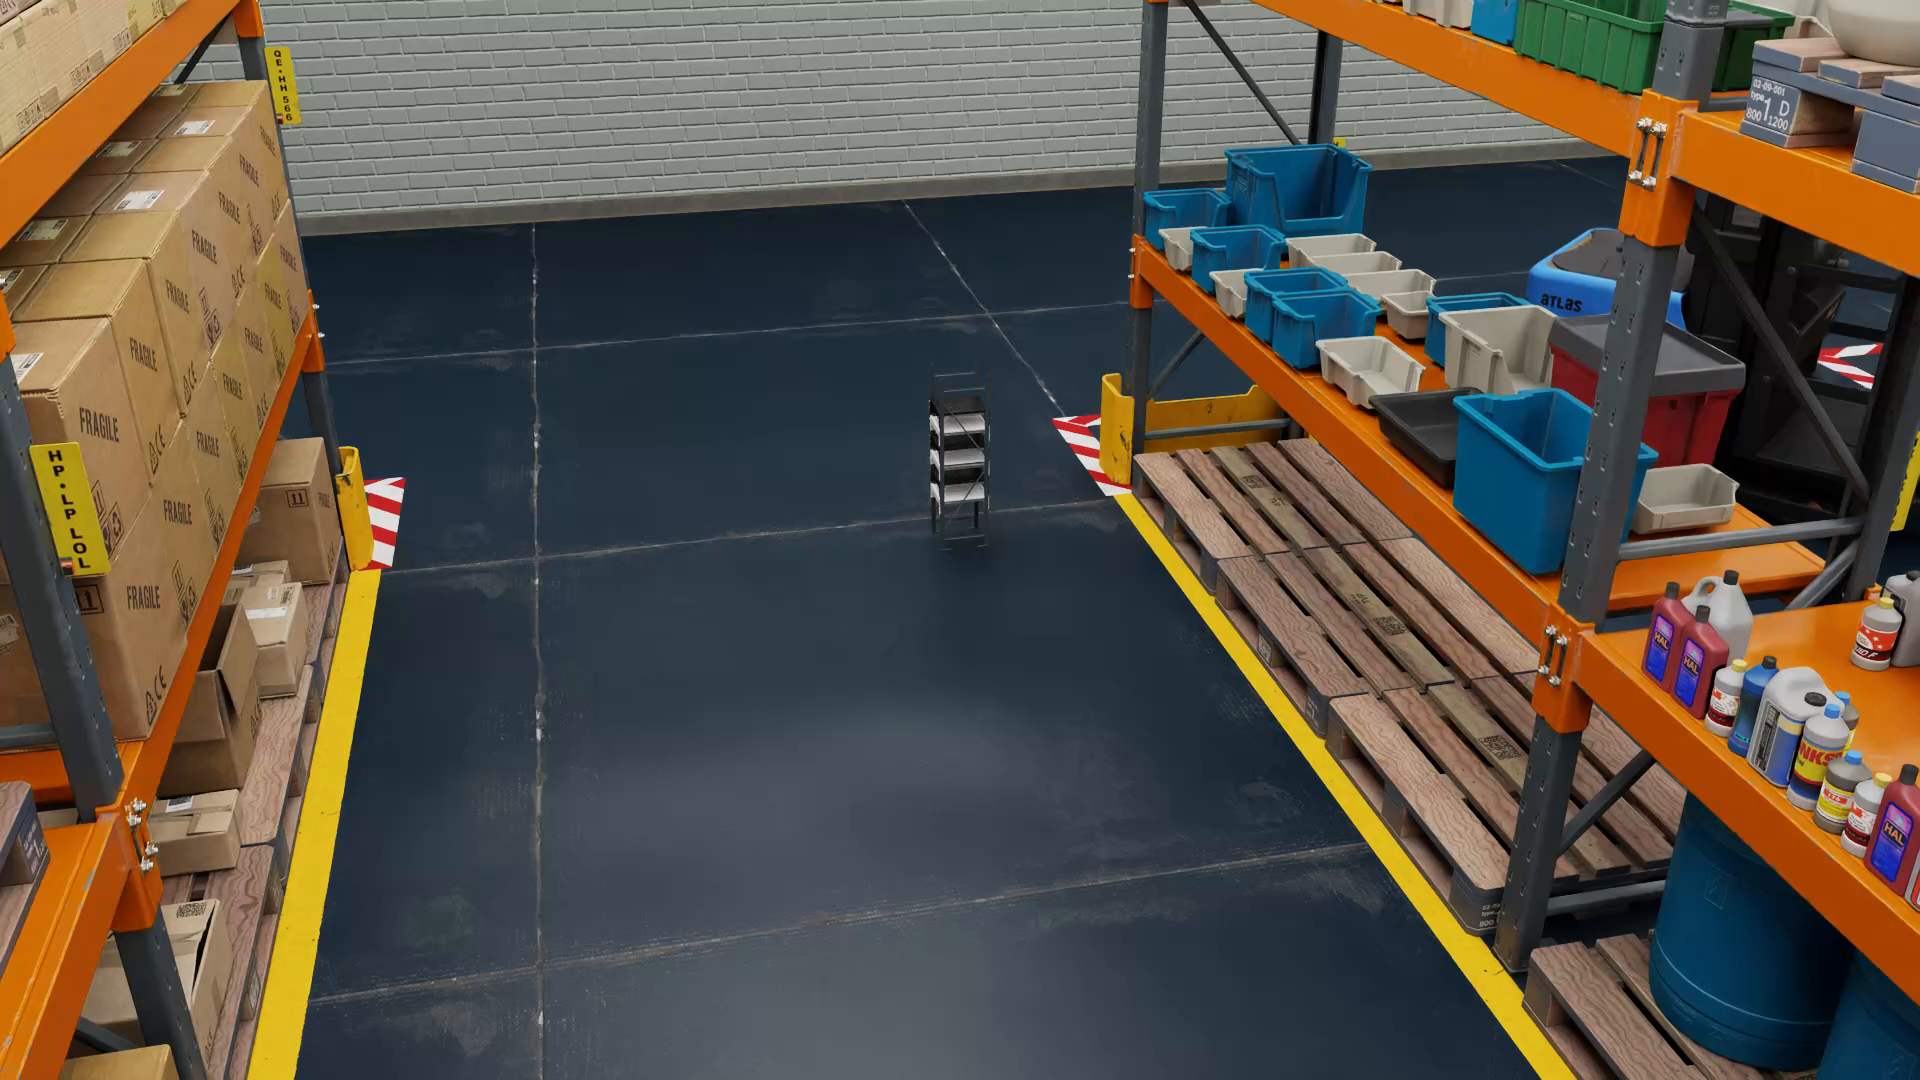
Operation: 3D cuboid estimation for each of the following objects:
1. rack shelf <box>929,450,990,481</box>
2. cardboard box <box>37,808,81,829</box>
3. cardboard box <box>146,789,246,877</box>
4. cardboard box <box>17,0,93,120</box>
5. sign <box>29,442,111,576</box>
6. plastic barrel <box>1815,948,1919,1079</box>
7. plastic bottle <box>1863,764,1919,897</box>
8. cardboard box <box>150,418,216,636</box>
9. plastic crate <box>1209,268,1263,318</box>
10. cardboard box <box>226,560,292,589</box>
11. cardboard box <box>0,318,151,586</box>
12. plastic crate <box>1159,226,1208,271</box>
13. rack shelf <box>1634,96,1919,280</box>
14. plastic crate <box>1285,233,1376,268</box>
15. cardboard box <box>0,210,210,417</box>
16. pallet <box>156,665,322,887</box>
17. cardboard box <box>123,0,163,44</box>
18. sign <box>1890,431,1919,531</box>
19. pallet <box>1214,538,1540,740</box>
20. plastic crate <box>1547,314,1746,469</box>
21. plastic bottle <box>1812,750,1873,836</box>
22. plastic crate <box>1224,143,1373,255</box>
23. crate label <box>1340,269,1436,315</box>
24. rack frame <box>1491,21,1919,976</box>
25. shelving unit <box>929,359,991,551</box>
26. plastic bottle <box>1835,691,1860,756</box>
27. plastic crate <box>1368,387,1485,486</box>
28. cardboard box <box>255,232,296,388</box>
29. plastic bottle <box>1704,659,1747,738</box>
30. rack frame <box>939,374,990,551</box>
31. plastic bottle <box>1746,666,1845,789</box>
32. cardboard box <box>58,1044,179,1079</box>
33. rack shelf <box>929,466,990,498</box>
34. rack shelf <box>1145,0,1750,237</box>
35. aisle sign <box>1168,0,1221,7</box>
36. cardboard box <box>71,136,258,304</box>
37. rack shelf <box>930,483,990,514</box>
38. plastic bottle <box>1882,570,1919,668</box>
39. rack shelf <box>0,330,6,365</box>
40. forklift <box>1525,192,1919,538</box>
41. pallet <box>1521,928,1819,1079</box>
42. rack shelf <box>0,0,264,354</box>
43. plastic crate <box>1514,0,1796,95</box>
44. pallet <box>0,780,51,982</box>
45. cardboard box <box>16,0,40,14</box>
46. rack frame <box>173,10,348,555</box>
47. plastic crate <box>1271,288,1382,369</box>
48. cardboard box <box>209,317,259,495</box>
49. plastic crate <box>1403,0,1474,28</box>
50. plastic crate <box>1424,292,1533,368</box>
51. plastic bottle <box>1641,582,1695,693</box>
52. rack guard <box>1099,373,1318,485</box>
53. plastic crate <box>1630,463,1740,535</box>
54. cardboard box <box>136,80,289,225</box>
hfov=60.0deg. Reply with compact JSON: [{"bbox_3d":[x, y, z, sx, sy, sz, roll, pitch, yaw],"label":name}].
[{"bbox_3d":[-0.002,-0.376,8.069,0.258,0.077,0.200,-6,27,-12],"label":"rack shelf"},{"bbox_3d":[-3.129,0.961,5.513,0.500,0.311,0.500,-6,27,-12],"label":"cardboard box"},{"bbox_3d":[-2.644,0.991,5.613,0.380,0.166,0.250,-6,27,-12],"label":"cardboard box"},{"bbox_3d":[-2.532,-1.223,4.181,0.500,0.250,0.500,-6,27,-12],"label":"cardboard box"},{"bbox_3d":[-2.015,-0.067,3.769,0.100,0.325,0.005,-6,27,-12],"label":"sign"},{"bbox_3d":[2.537,1.307,4.194,0.600,0.901,0.708,-6,27,-12],"label":"plastic barrel"},{"bbox_3d":[2.139,0.653,3.757,0.061,0.283,0.133,-6,27,-12],"label":"plastic bottle"},{"bbox_3d":[-2.523,-0.013,4.835,0.500,0.500,0.500,-5,27,-11],"label":"cardboard box"},{"bbox_3d":[1.250,-1.070,7.267,0.250,0.136,0.298,-6,27,-12],"label":"plastic crate"},{"bbox_3d":[-3.091,0.221,7.140,0.380,0.166,0.250,-6,27,-12],"label":"cardboard box"},{"bbox_3d":[-2.387,-0.219,4.134,0.500,0.500,0.500,-5,27,-10],"label":"cardboard box"},{"bbox_3d":[1.097,-1.368,7.857,0.250,0.136,0.298,-6,27,-12],"label":"plastic crate"},{"bbox_3d":[2.722,-0.134,2.655,1.077,0.370,4.000,-6,27,-12],"label":"rack shelf"},{"bbox_3d":[1.730,-1.319,7.761,0.396,0.136,0.243,-6,27,-12],"label":"plastic crate"},{"bbox_3d":[-2.619,-0.671,5.030,0.500,0.500,0.500,-7,28,-13],"label":"cardboard box"},{"bbox_3d":[-2.987,0.914,6.204,1.003,0.211,1.213,-6,27,-12],"label":"pallet"},{"bbox_3d":[-2.760,-1.662,5.051,0.500,0.250,0.500,-6,27,-12],"label":"cardboard box"},{"bbox_3d":[2.808,-0.172,4.955,0.100,0.325,0.005,-6,27,-12],"label":"sign"},{"bbox_3d":[1.790,0.396,7.232,1.003,0.211,1.213,-6,27,-12],"label":"pallet"},{"bbox_3d":[2.315,-0.466,5.708,0.402,0.464,0.583,-6,27,-12],"label":"plastic crate"},{"bbox_3d":[2.109,0.594,3.965,0.097,0.201,0.097,0,27,0],"label":"plastic bottle"},{"bbox_3d":[1.628,-1.664,8.112,0.616,0.435,0.499,-6,27,-12],"label":"plastic crate"},{"bbox_3d":[1.868,-1.071,7.268,0.396,0.136,0.243,-6,27,-12],"label":"crate label"},{"bbox_3d":[2.272,0.006,4.908,1.000,3.000,0.127,-6,27,-12],"label":"rack frame"},{"bbox_3d":[-0.002,-0.405,8.054,0.258,0.900,0.210,-6,27,-12],"label":"shelving unit"},{"bbox_3d":[2.205,0.477,4.197,0.097,0.201,0.097,0,27,0],"label":"plastic bottle"},{"bbox_3d":[1.758,-0.362,5.876,0.437,0.125,0.590,-6,27,-12],"label":"plastic crate"},{"bbox_3d":[-2.970,-0.897,6.586,0.500,0.500,0.500,-6,27,-11],"label":"cardboard box"},{"bbox_3d":[2.012,0.407,4.336,0.097,0.201,0.097,0,27,0],"label":"plastic bottle"},{"bbox_3d":[0.021,-0.361,7.966,0.240,0.900,0.006,-6,27,-12],"label":"rack frame"},{"bbox_3d":[2.087,0.464,4.139,0.152,0.276,0.135,-6,27,-12],"label":"plastic bottle"},{"bbox_3d":[-2.165,1.615,4.008,0.500,0.500,0.500,-6,27,-12],"label":"cardboard box"},{"bbox_3d":[-0.002,-0.295,8.110,0.258,0.077,0.200,-6,27,-12],"label":"rack shelf"},{"bbox_3d":[1.821,-1.890,6.134,1.077,0.370,4.000,-6,27,-12],"label":"rack shelf"},{"bbox_3d":[1.065,-2.912,7.805,0.394,0.787,0.004,-6,27,-12],"label":"aisle sign"},{"bbox_3d":[-2.852,-1.123,5.925,0.500,0.500,0.500,-5,27,-10],"label":"cardboard box"},{"bbox_3d":[-0.002,-0.215,8.150,0.258,0.077,0.200,-6,27,-12],"label":"rack shelf"},{"bbox_3d":[2.675,0.202,4.659,0.152,0.276,0.135,-6,27,-12],"label":"plastic bottle"},{"bbox_3d":[-2.104,0.368,1.662,1.077,0.370,4.000,-6,27,-12],"label":"rack shelf"},{"bbox_3d":[4.459,-1.549,8.067,3.031,2.935,1.130,19,33,33],"label":"forklift"},{"bbox_3d":[2.405,1.594,4.857,1.003,0.211,1.213,-6,27,-12],"label":"pallet"},{"bbox_3d":[-3.006,-1.388,5.141,1.077,0.370,4.000,-6,27,-12],"label":"rack shelf"},{"bbox_3d":[1.882,-1.393,4.588,0.450,0.188,0.662,-6,27,-12],"label":"plastic crate"},{"bbox_3d":[-2.481,0.955,3.241,1.003,0.211,1.213,-6,27,-12],"label":"pallet"},{"bbox_3d":[-2.537,-1.446,4.068,0.500,0.250,0.500,-6,27,-12],"label":"cardboard box"},{"bbox_3d":[-3.457,-1.248,7.394,1.000,3.000,0.127,-6,27,-12],"label":"rack frame"},{"bbox_3d":[1.469,-0.850,6.724,0.416,0.233,0.300,-6,27,-12],"label":"plastic crate"},{"bbox_3d":[-2.750,-0.456,5.713,0.500,0.500,0.500,-6,27,-12],"label":"cardboard box"},{"bbox_3d":[1.614,-1.735,5.322,0.293,0.136,0.466,-6,27,-12],"label":"plastic crate"},{"bbox_3d":[2.083,-0.826,6.677,0.416,0.233,0.300,-6,27,-12],"label":"plastic crate"},{"bbox_3d":[1.939,0.263,4.530,0.061,0.283,0.133,-6,27,-12],"label":"plastic bottle"},{"bbox_3d":[1.352,-0.643,8.969,1.175,0.500,0.348,-6,27,-12],"label":"rack guard"},{"bbox_3d":[2.306,-0.122,5.388,0.396,0.136,0.243,-6,27,-12],"label":"plastic crate"},{"bbox_3d":[-3.088,-1.572,6.815,0.500,0.500,0.500,-6,27,-12],"label":"cardboard box"}]
